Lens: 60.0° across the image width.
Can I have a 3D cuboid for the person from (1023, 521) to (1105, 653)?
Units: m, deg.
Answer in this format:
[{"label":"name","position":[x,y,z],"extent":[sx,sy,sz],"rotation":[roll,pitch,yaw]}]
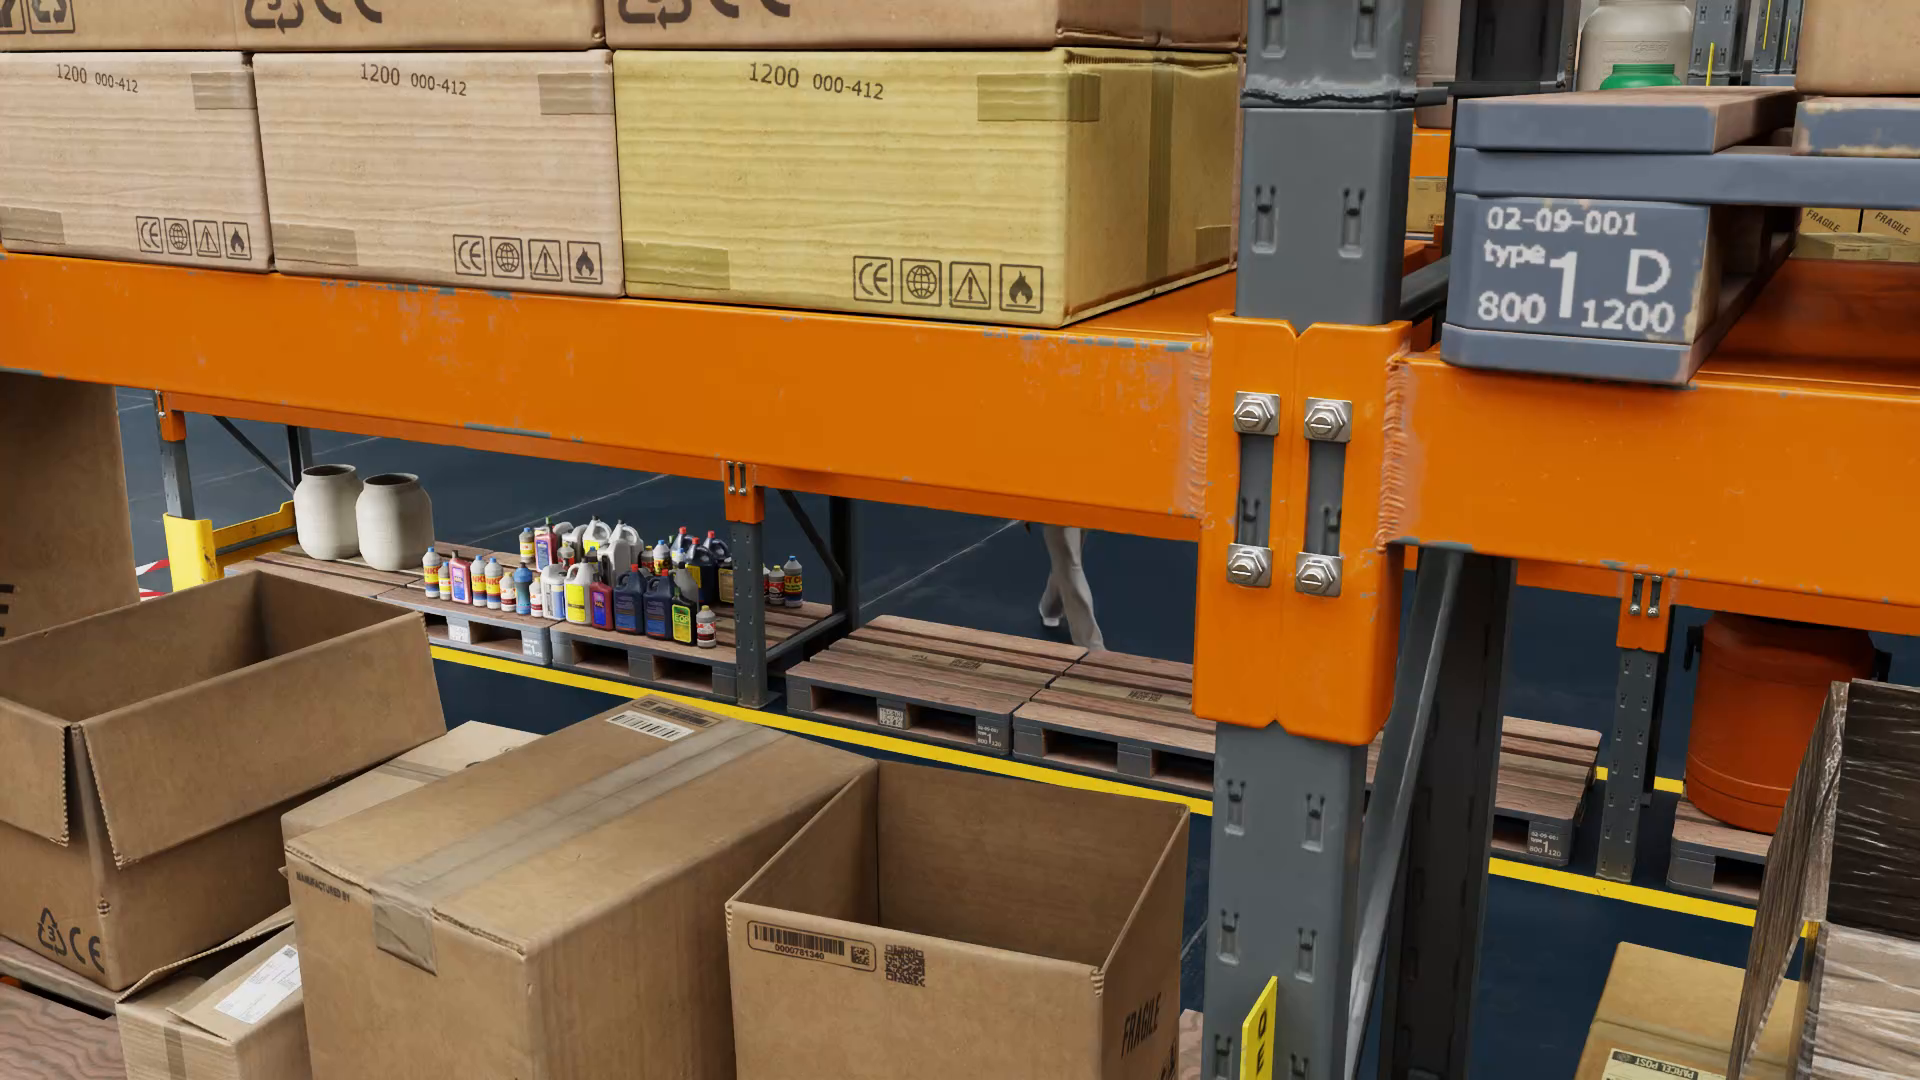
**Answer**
[{"label":"person","position":[0.530,-0.215,8.804],"extent":[0.452,1.600,1.048],"rotation":[-7,17,-23]}]
